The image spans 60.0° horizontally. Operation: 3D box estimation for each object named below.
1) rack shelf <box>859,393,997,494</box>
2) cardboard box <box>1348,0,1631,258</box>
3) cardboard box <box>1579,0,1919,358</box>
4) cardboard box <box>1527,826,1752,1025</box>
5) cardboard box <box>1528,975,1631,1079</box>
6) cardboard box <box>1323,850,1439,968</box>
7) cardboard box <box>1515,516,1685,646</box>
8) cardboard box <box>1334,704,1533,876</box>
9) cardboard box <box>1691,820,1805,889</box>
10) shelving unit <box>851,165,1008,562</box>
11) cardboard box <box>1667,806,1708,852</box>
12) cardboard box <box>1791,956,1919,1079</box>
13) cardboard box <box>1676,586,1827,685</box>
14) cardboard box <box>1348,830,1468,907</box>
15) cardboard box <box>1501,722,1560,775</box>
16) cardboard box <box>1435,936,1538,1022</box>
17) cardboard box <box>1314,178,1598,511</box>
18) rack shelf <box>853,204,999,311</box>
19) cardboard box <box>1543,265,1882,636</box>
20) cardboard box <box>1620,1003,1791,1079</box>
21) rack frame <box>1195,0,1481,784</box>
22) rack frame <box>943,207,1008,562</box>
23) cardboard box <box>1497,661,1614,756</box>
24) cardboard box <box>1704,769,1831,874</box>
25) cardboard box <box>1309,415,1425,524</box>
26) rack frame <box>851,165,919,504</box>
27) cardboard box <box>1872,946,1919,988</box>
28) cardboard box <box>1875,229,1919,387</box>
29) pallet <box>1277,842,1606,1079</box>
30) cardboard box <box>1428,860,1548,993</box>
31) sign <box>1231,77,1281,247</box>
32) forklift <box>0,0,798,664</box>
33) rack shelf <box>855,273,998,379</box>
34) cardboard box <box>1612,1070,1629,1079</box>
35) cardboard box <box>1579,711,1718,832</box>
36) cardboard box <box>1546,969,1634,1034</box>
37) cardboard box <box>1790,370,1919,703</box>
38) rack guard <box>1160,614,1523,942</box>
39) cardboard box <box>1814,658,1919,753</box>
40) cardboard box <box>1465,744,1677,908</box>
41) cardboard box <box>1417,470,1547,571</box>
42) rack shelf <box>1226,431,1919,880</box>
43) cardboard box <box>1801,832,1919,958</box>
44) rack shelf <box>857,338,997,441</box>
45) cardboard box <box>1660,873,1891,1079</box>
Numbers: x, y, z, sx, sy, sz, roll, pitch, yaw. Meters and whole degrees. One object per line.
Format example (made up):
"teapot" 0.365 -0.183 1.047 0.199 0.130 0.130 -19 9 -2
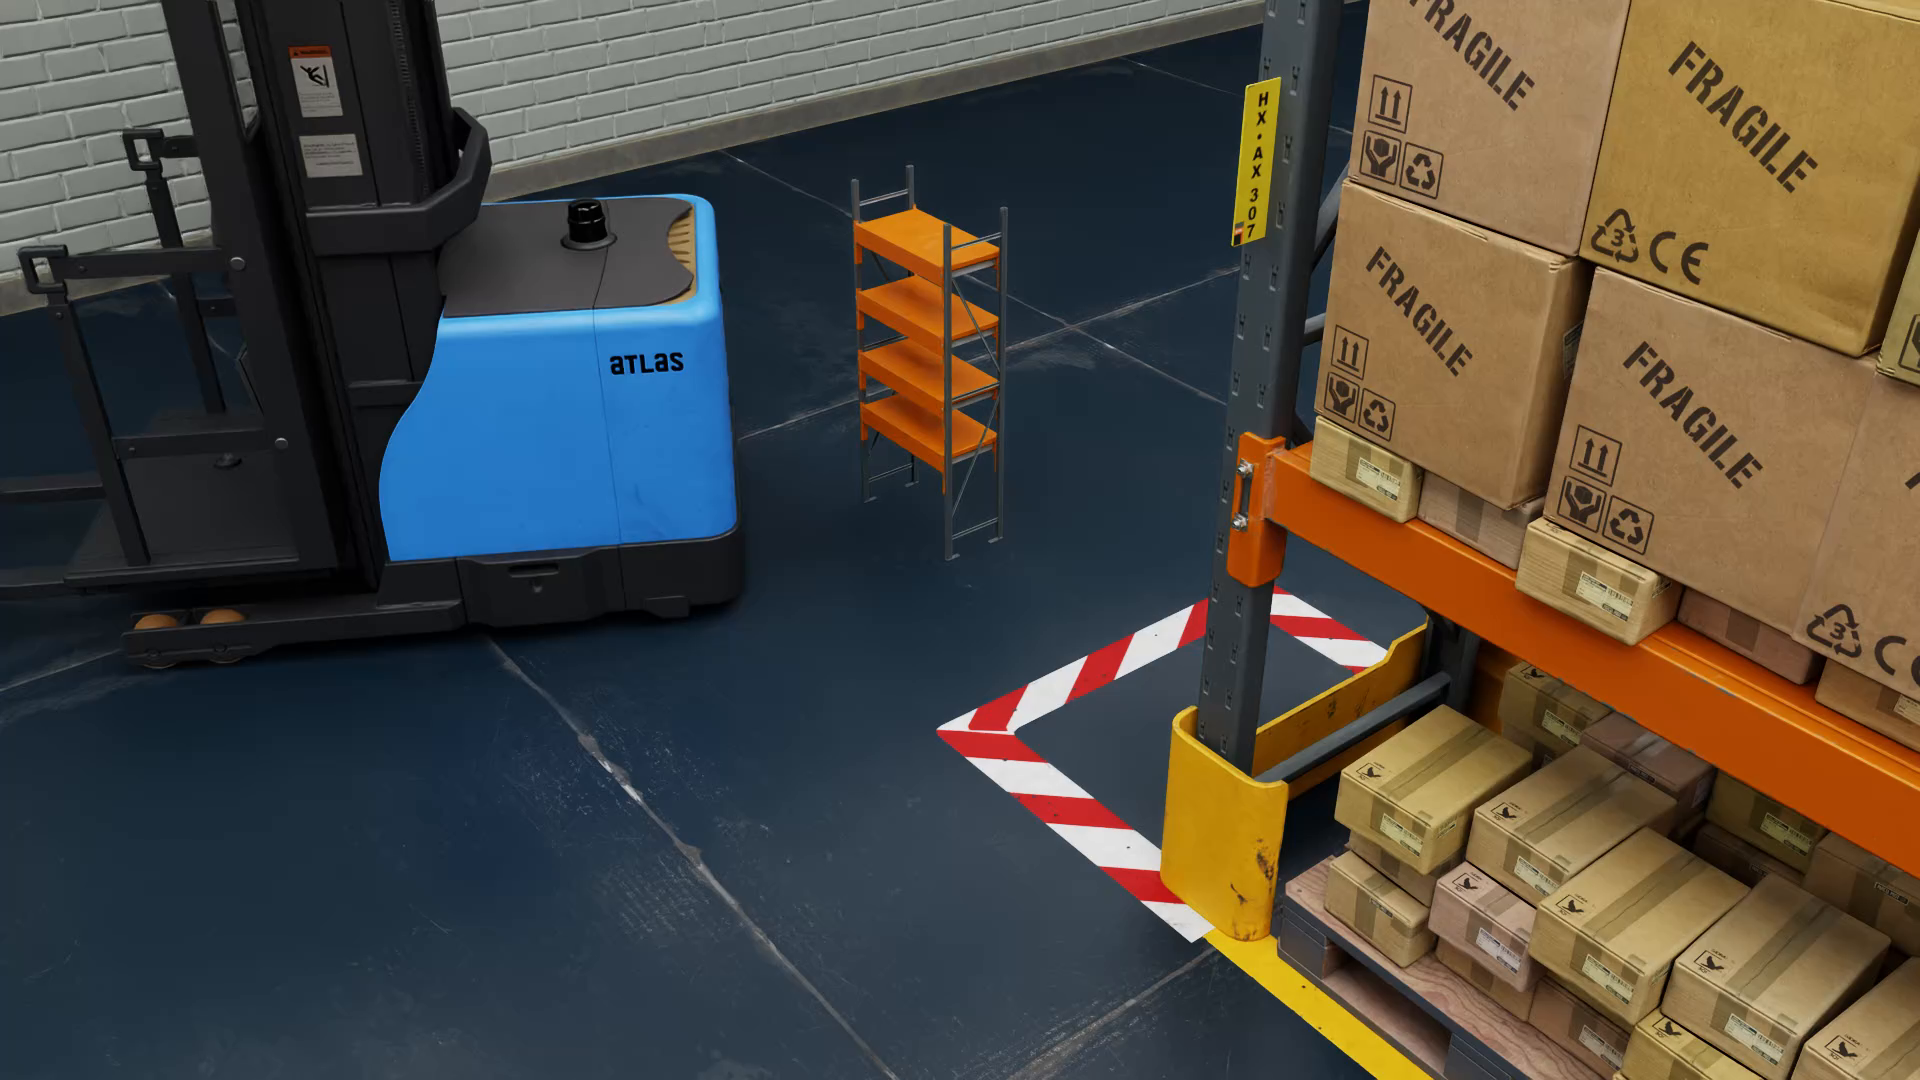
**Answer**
"rack shelf" -0.102 -0.353 5.685 0.258 0.148 0.480 -22 38 -31
"cardboard box" 1.081 -0.872 2.987 0.500 0.500 0.500 -23 38 -32
"cardboard box" 1.395 -0.664 2.652 0.500 0.500 0.500 -21 38 -30
"cardboard box" 1.386 0.779 3.393 0.380 0.149 0.250 -22 38 -32
"cardboard box" 1.467 0.987 3.622 0.380 0.149 0.250 -22 38 -31
"cardboard box" 1.084 0.803 3.918 0.380 0.149 0.250 -21 38 -30
"cardboard box" 1.266 0.018 3.116 0.380 0.149 0.250 -23 39 -33
"cardboard box" 1.068 0.556 3.751 0.380 0.149 0.250 -24 39 -33
"cardboard box" 1.884 0.698 3.805 0.380 0.149 0.250 -24 39 -33
"shelving unit" -0.101 -0.579 5.545 0.258 1.200 0.503 -22 38 -31
"cardboard box" 1.682 0.609 3.949 0.380 0.149 0.250 -23 39 -32
"cardboard box" 1.766 0.974 3.079 0.380 0.149 0.250 -21 37 -30
"cardboard box" 1.534 0.082 3.013 0.380 0.149 0.250 -20 37 -29
"cardboard box" 1.134 0.656 3.873 0.380 0.149 0.250 -21 37 -29
"cardboard box" 1.564 0.482 4.153 0.380 0.149 0.250 -23 39 -33
"cardboard box" 1.309 0.885 3.785 0.380 0.149 0.250 -22 38 -32
"cardboard box" 1.072 -0.444 3.245 0.500 0.500 0.500 -20 37 -29
"rack shelf" -0.101 -0.913 5.337 0.258 0.148 0.480 -22 38 -31
"cardboard box" 1.421 -0.229 2.899 0.500 0.500 0.500 -22 38 -31
"cardboard box" 1.549 1.004 3.313 0.380 0.149 0.250 -21 38 -30
"rack frame" 1.015 -0.552 3.795 1.000 3.000 0.127 -22 38 -31
"rack frame" 0.048 -0.477 5.381 0.240 1.200 0.015 -22 38 -31
"cardboard box" 1.540 0.367 4.056 0.380 0.149 0.250 -22 38 -31
"cardboard box" 1.908 0.557 3.750 0.380 0.149 0.250 -23 39 -32
"cardboard box" 0.955 -0.204 3.473 0.380 0.149 0.250 -23 38 -32
"rack frame" -0.251 -0.680 5.708 0.240 1.200 0.015 -22 38 -31
"cardboard box" 1.968 0.843 3.571 0.380 0.149 0.250 -23 38 -32
"cardboard box" 1.697 -0.440 2.291 0.500 0.500 0.500 -23 39 -32
"pallet" 1.532 1.015 3.916 1.003 0.211 1.213 -22 38 -31
"cardboard box" 1.257 0.788 3.660 0.380 0.149 0.250 -22 38 -32
"sign" 0.587 -0.744 3.284 0.100 0.325 0.005 -22 38 -31
"forklift" -2.088 -1.160 4.840 3.031 2.935 1.130 -4 32 -7
"rack shelf" -0.101 -0.712 5.462 0.258 0.148 0.480 -22 38 -31
"cardboard box" 1.537 1.129 3.394 0.380 0.149 0.250 -22 38 -31
"cardboard box" 1.649 0.490 3.858 0.380 0.149 0.250 -21 38 -30
"cardboard box" 1.477 0.862 3.542 0.380 0.149 0.250 -22 38 -31
"cardboard box" 1.711 -0.021 2.564 0.500 0.500 0.500 -22 38 -31
"rack guard" 1.062 0.542 4.404 1.175 0.500 0.348 -22 38 -31
"cardboard box" 1.681 0.203 2.819 0.380 0.149 0.250 -23 38 -32
"cardboard box" 1.332 0.632 3.629 0.380 0.149 0.250 -22 38 -31
"cardboard box" 1.144 -0.111 3.324 0.380 0.149 0.250 -21 37 -30
"rack shelf" 2.242 0.587 2.643 1.077 0.370 4.000 -22 38 -31
"cardboard box" 2.017 0.685 3.544 0.380 0.149 0.250 -24 39 -33
"rack shelf" -0.101 -0.522 5.580 0.258 0.148 0.480 -22 38 -31
"cardboard box" 1.603 0.855 3.270 0.380 0.149 0.250 -24 39 -34
